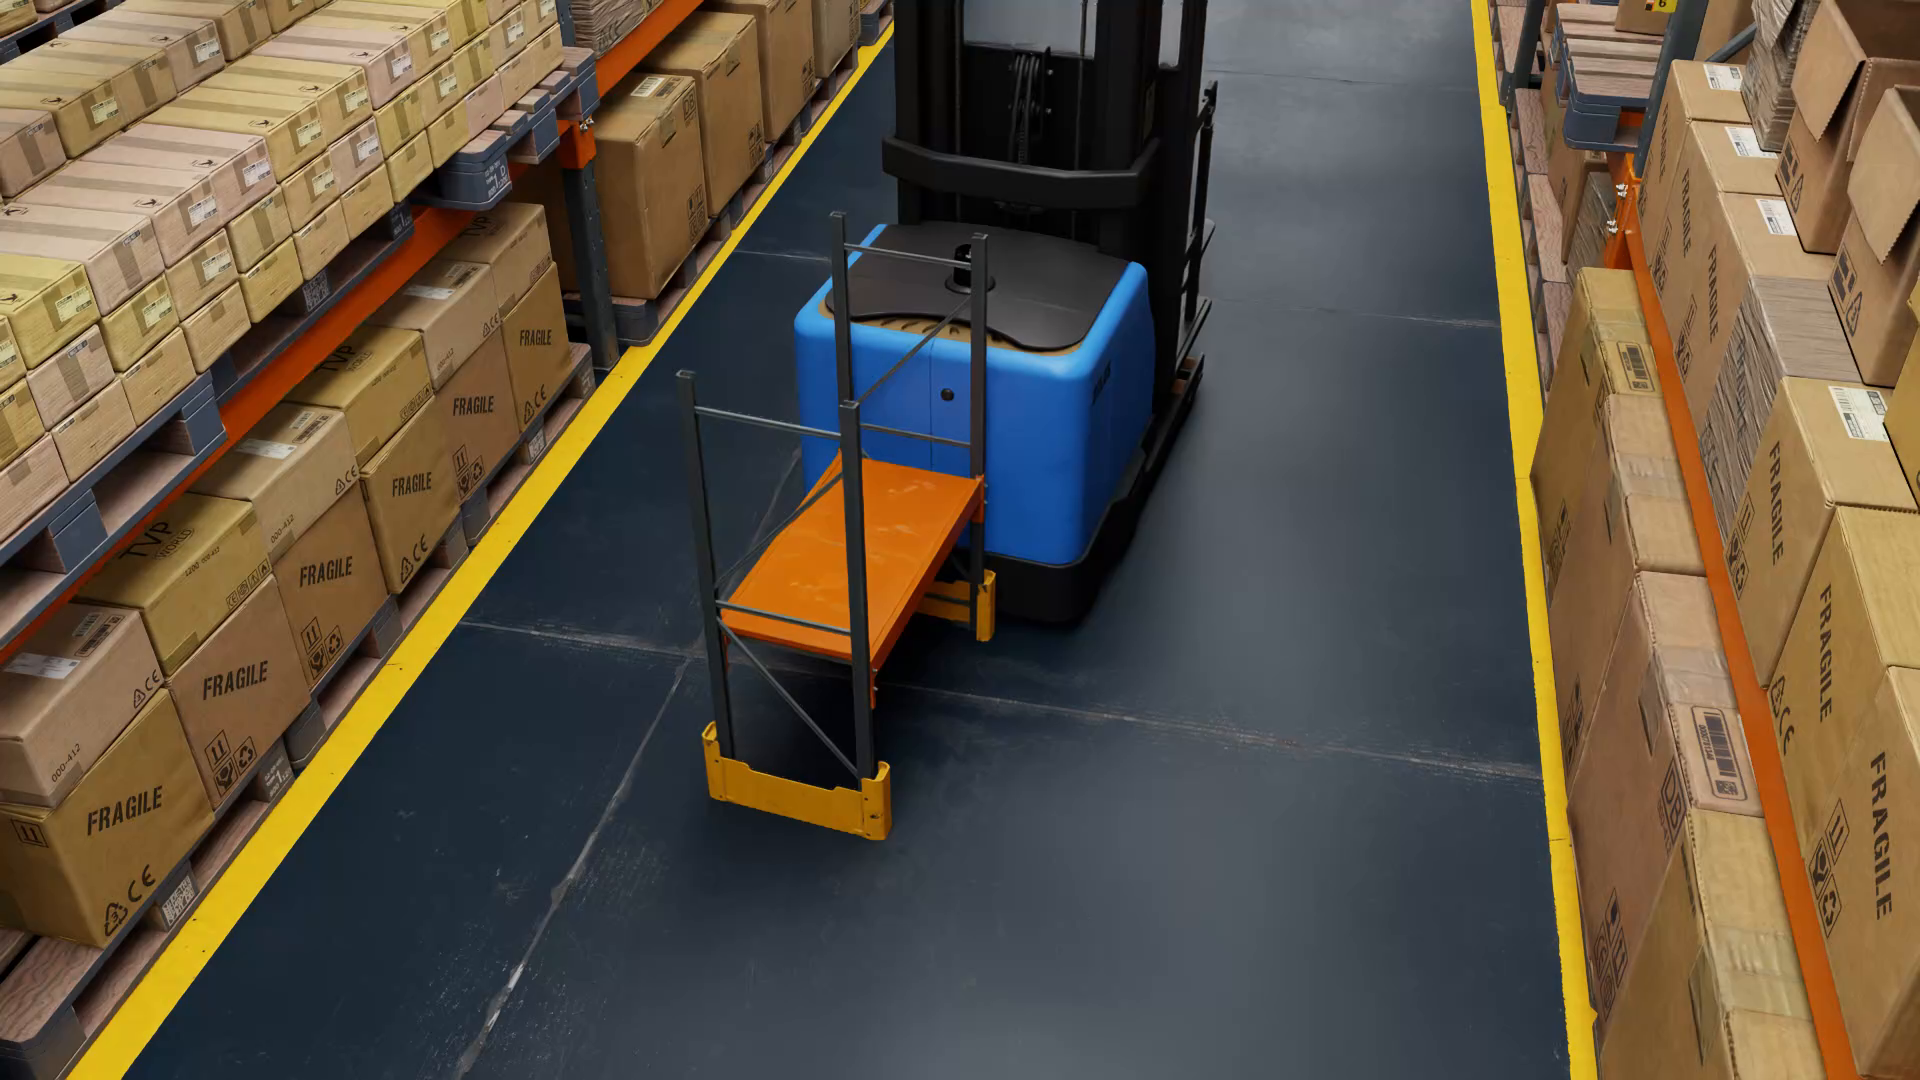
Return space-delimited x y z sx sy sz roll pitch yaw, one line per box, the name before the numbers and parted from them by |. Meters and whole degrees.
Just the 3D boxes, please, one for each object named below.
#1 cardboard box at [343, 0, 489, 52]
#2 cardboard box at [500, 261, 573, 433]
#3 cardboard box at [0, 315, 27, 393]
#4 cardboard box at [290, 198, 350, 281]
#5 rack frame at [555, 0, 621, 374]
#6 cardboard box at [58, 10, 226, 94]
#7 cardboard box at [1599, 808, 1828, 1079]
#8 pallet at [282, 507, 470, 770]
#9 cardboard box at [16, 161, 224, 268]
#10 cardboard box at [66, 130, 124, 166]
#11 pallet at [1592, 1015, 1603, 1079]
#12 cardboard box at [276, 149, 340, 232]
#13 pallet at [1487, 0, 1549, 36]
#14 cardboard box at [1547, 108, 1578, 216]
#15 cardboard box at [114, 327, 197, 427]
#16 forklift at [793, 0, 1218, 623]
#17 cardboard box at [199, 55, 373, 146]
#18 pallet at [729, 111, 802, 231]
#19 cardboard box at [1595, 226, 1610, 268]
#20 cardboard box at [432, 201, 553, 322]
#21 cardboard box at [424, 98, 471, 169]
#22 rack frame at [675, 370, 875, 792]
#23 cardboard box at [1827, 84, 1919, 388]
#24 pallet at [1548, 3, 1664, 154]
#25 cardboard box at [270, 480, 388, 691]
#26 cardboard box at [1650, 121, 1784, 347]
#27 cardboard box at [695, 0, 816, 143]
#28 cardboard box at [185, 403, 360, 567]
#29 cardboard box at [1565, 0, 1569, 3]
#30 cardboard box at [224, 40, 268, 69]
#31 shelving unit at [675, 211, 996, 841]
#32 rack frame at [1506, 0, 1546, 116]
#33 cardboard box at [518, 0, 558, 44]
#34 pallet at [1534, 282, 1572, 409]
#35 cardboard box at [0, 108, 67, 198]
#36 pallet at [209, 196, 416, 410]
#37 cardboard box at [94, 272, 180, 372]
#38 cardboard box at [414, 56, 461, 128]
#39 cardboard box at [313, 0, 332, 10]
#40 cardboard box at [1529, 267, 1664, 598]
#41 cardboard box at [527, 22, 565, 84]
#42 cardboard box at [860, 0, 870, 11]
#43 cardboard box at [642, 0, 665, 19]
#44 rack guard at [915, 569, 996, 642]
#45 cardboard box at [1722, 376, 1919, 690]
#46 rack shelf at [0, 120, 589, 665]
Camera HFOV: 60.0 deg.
cardboard box | -1.771 -1.716 5.410 0.380 0.149 0.250 8 37 11
cardboard box | -1.887 -0.786 6.551 0.500 0.500 0.500 7 37 10
cardboard box | -2.270 -0.383 3.572 0.380 0.149 0.250 8 37 11
cardboard box | -1.993 -0.875 4.758 0.380 0.149 0.250 6 36 8
rack frame | -2.002 -2.039 6.507 1.000 3.000 0.127 7 37 10
cardboard box | -2.515 -1.506 5.121 0.380 0.149 0.250 9 37 12
cardboard box | 2.084 1.255 3.415 1.225 0.875 0.875 7 37 10
pallet | -2.433 0.236 5.745 1.003 0.211 1.213 7 37 10
cardboard box | -2.102 -0.820 4.174 0.380 0.149 0.250 7 37 10
cardboard box | -2.629 -1.082 4.789 0.380 0.149 0.250 9 37 12
pallet | 2.058 1.611 3.847 1.003 0.211 1.213 7 37 10
cardboard box | -1.991 -0.999 4.675 0.380 0.149 0.250 7 36 9
pallet | 4.043 -3.614 11.057 1.003 0.211 1.213 7 37 10
cardboard box | 3.285 -1.877 8.039 0.700 0.500 0.500 4 36 6
cardboard box | -2.158 -0.428 4.141 0.380 0.149 0.250 8 37 10
forklift | 0.402 -1.766 6.188 1.130 2.935 3.031 12 38 15
cardboard box | -1.937 -1.268 4.793 0.380 0.149 0.250 9 37 12
pallet | -1.497 -2.049 8.898 1.003 0.211 1.213 7 37 10
cardboard box | 2.945 -0.912 6.707 0.700 0.500 0.500 5 36 8
cardboard box | -1.892 -1.075 6.311 0.500 0.250 0.500 6 36 9
cardboard box | -1.825 -1.334 5.391 0.380 0.149 0.250 7 36 9
rack frame | -0.493 0.223 4.664 0.500 1.500 0.032 12 38 15
cardboard box | 2.371 -0.630 3.623 0.797 0.503 0.637 8 37 11
pallet | 2.870 -1.703 6.207 1.213 0.211 1.003 7 37 10
cardboard box | -2.230 0.101 5.327 0.500 0.500 0.500 8 37 11
cardboard box | 2.344 -0.859 4.794 0.500 0.500 0.500 6 36 9
cardboard box | -1.402 -2.671 8.939 1.050 0.750 0.750 7 37 10
cardboard box | -2.216 -0.195 5.096 0.500 0.250 0.500 9 37 12
cardboard box | 3.801 -3.034 9.653 0.500 0.500 0.500 6 36 9
cardboard box | -2.465 -1.522 5.396 0.380 0.149 0.250 7 37 10
shelving unit | -0.328 -0.054 5.046 0.587 1.500 1.083 12 38 15
rack frame | 3.676 -3.652 8.733 1.000 3.000 0.127 7 37 10
cardboard box | -1.663 -1.887 5.900 0.380 0.149 0.250 8 37 11
pallet | 2.990 -0.678 7.005 1.003 0.211 1.213 7 37 10
cardboard box | -2.682 -1.056 4.501 0.380 0.149 0.250 6 36 8
pallet | -2.385 -0.821 4.990 1.003 0.211 1.213 7 37 10
cardboard box | -2.160 -0.548 4.053 0.380 0.149 0.250 6 36 8
cardboard box | -1.826 -1.439 5.283 0.380 0.149 0.250 7 37 10
cardboard box | -2.345 -1.953 5.738 0.380 0.149 0.250 6 36 9
cardboard box | 2.654 -0.276 5.527 1.225 0.875 0.875 6 36 8
cardboard box | -1.659 -1.767 5.988 0.380 0.149 0.250 8 37 11
cardboard box | -0.945 -3.993 10.657 0.875 0.875 0.875 8 37 11
cardboard box | -1.537 -2.595 7.189 0.500 0.500 0.500 7 37 10
rack guard | -0.164 0.177 5.793 0.587 0.250 0.087 12 38 15
cardboard box | 2.018 0.008 3.598 0.500 0.500 0.500 7 37 9
rack shelf | -2.429 -0.601 5.136 1.077 0.370 4.000 7 37 10
